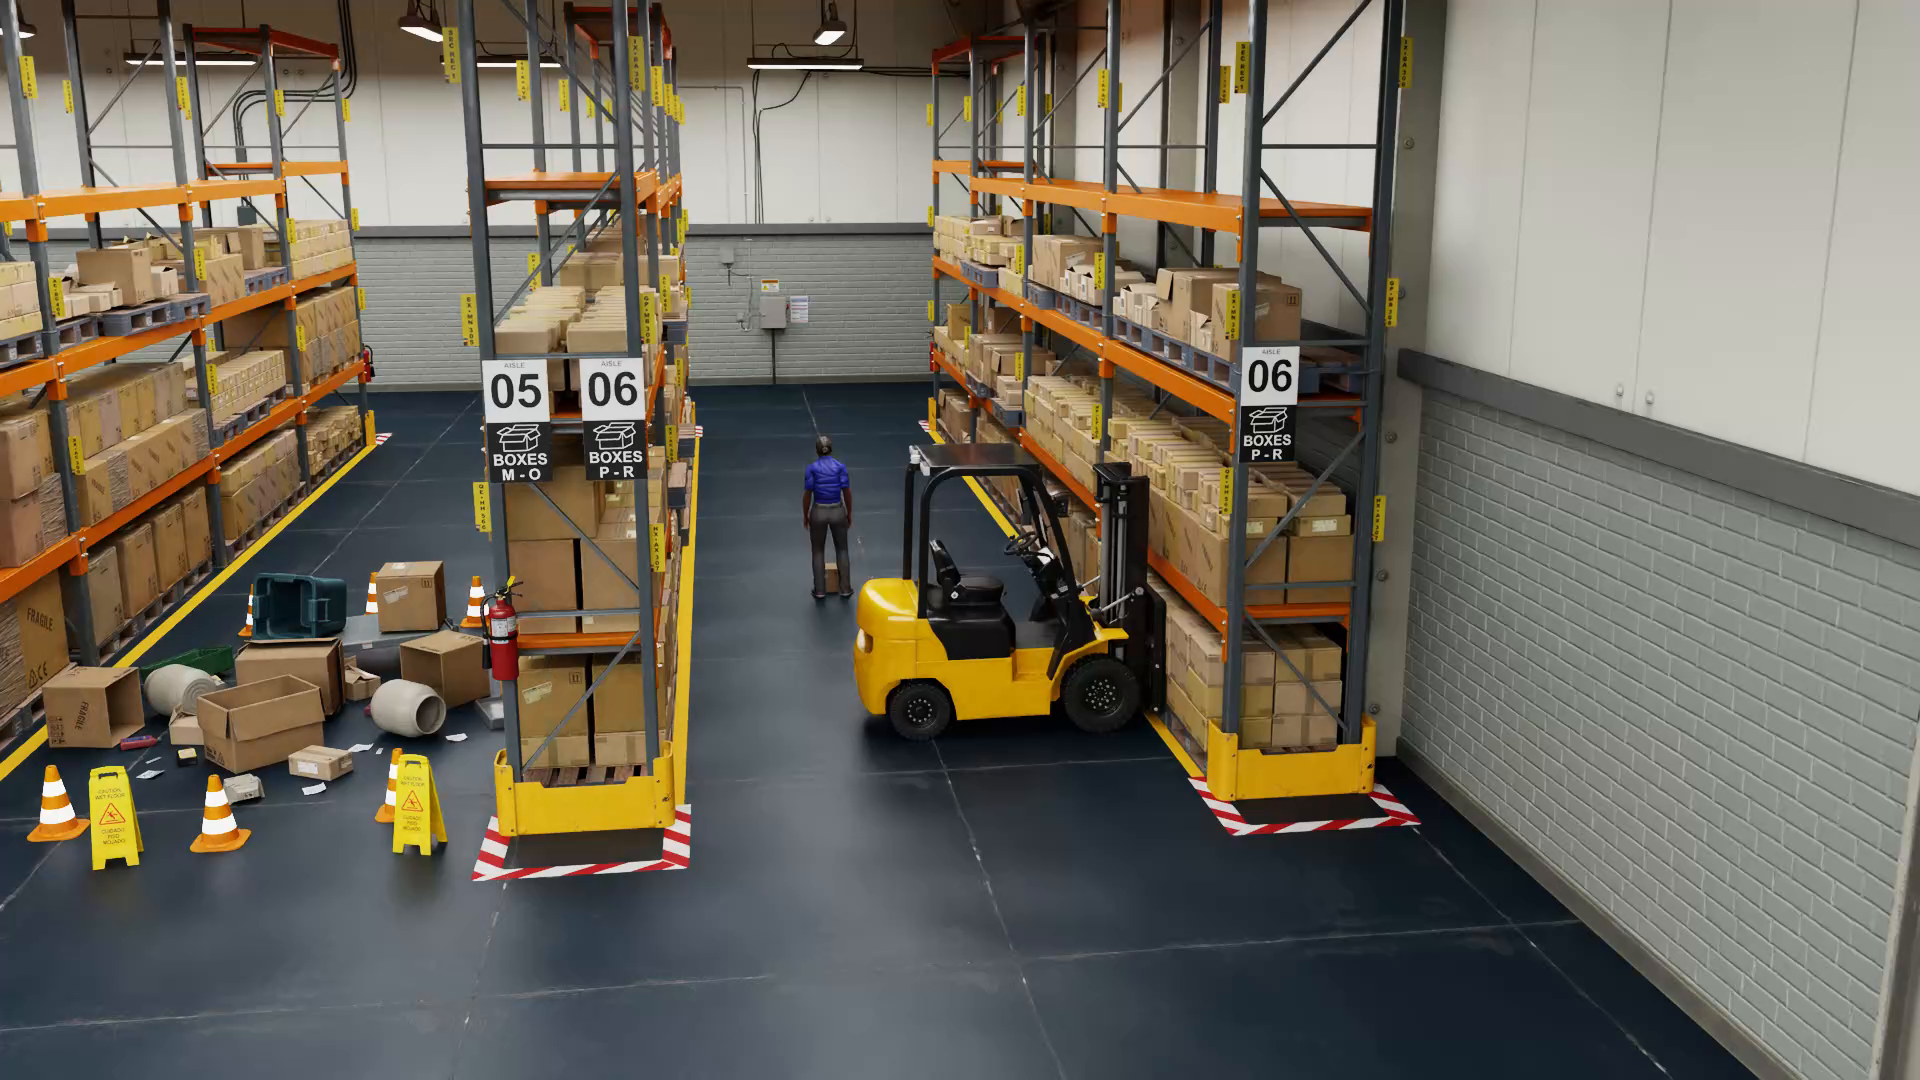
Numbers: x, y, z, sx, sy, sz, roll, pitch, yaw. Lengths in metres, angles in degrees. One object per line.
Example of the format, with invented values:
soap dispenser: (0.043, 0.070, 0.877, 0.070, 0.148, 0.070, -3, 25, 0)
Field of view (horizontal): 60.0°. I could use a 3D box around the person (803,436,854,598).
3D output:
person: (-1.344, -0.235, 16.994, 0.515, 1.654, 0.353, -2, 13, -9)
